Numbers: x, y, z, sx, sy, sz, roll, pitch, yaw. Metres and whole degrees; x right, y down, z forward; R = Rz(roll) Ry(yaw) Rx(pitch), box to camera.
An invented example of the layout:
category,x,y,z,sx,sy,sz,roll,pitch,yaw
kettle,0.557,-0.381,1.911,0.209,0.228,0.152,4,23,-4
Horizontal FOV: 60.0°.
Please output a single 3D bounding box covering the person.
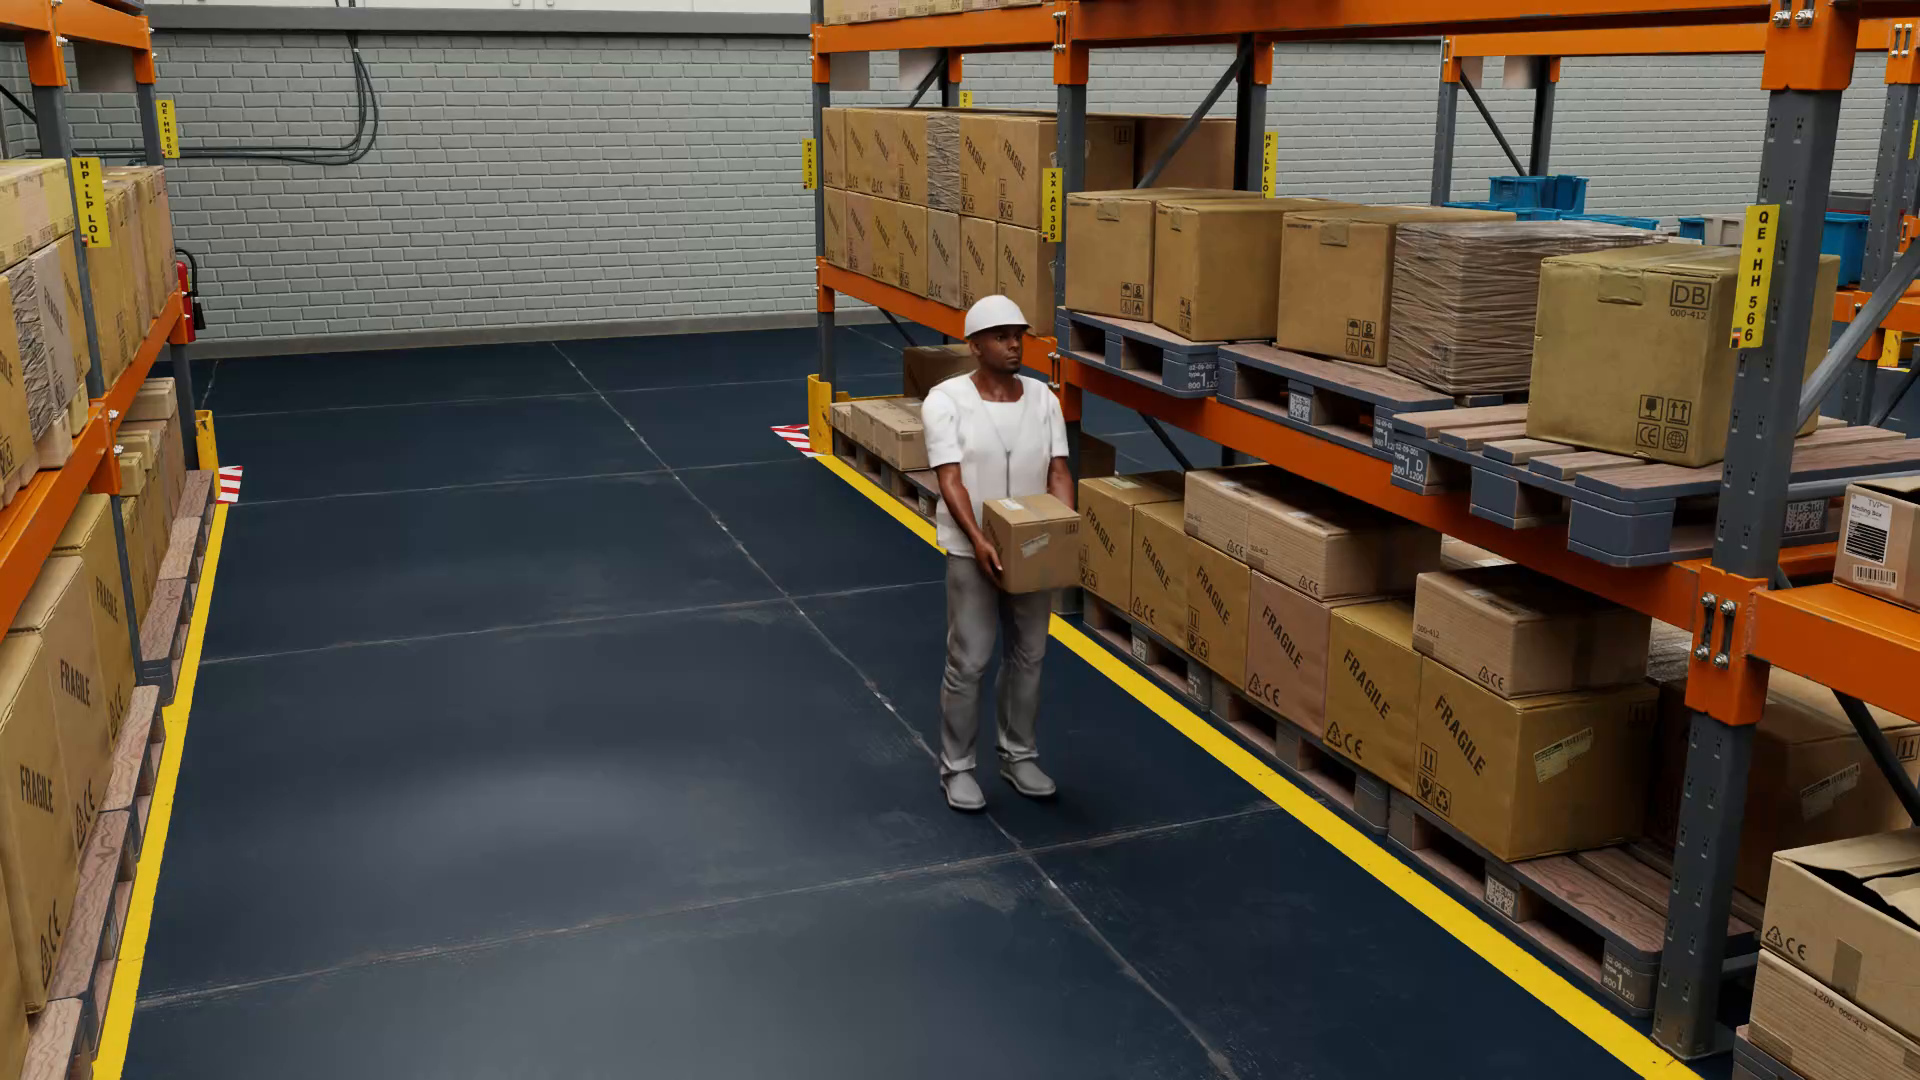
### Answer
category,x,y,z,sx,sy,sz,roll,pitch,yaw
person,0.167,0.054,5.780,0.520,1.771,0.566,-6,17,-21
